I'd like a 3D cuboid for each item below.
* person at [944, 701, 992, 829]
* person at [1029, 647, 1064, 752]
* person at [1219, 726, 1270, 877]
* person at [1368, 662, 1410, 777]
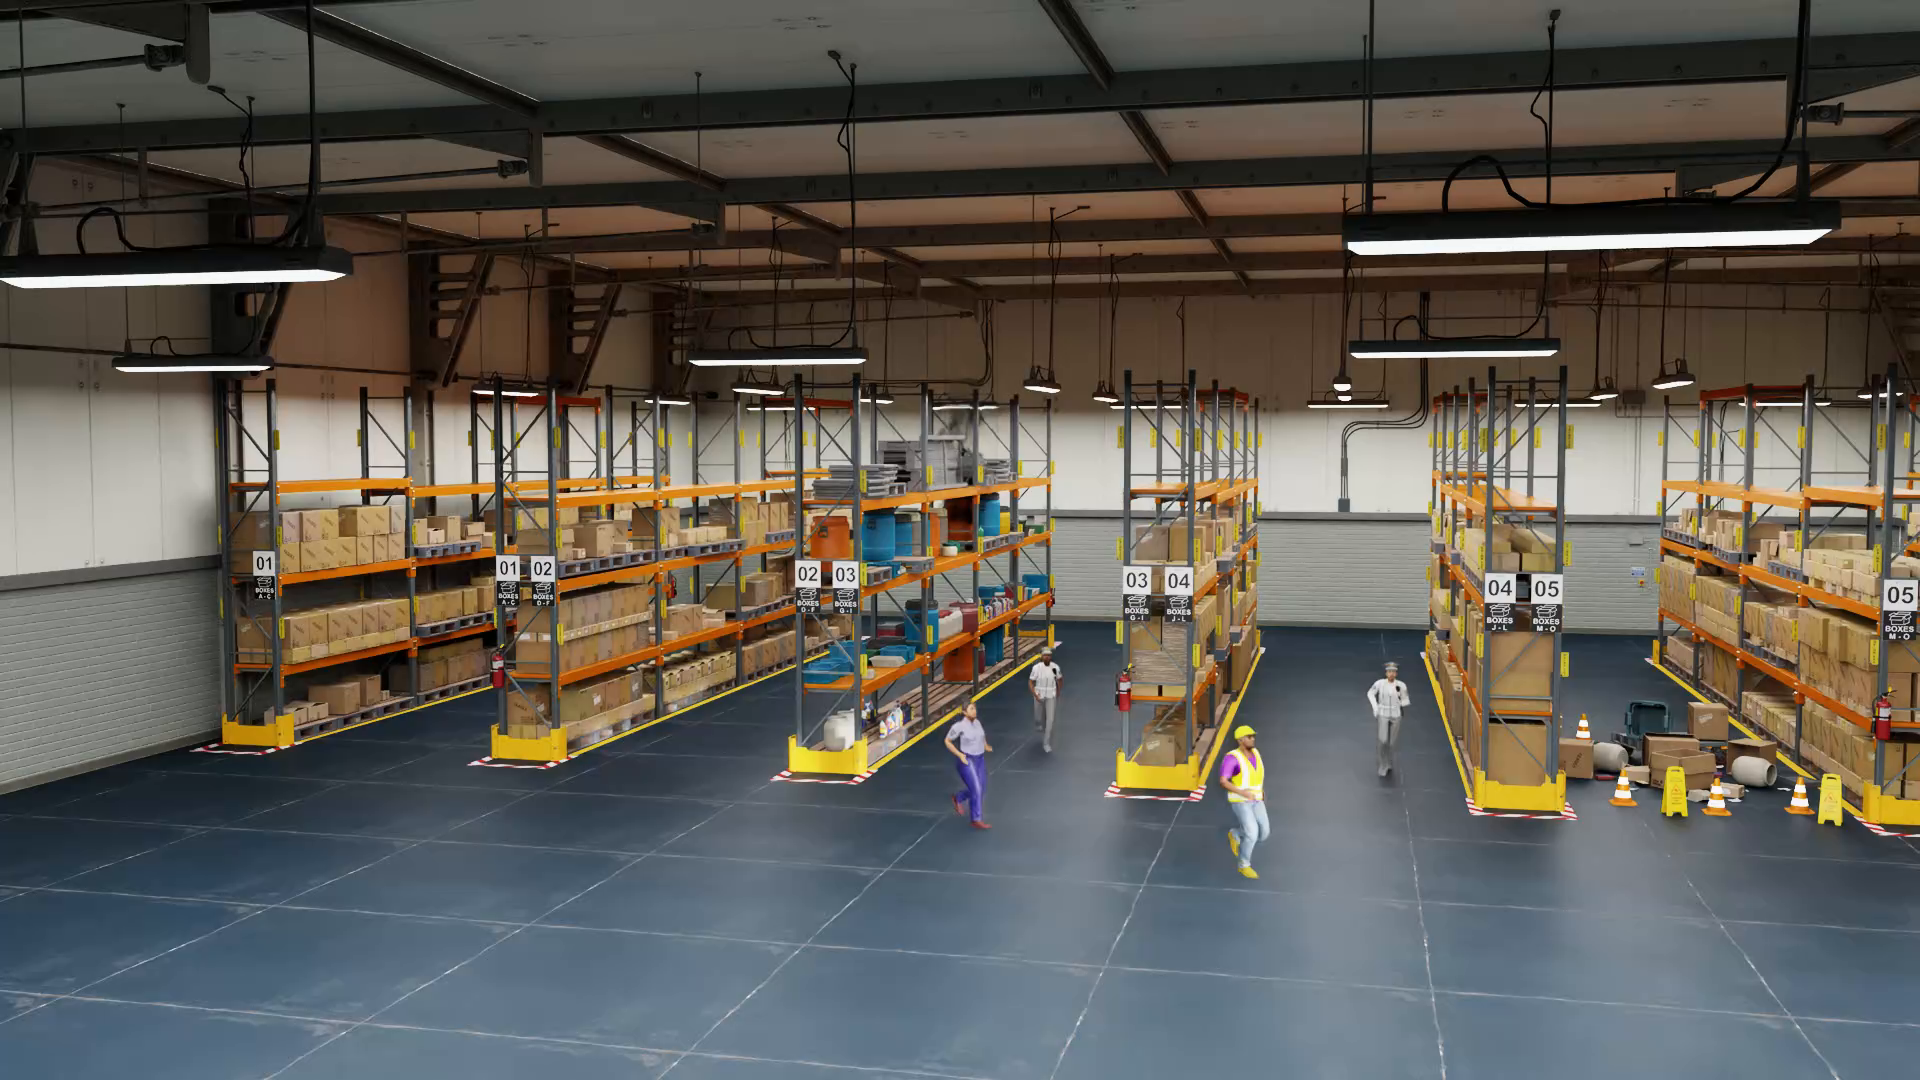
[{"bbox_3d":[0.117,2.900,21.604,0.774,1.611,0.619,3,5,43],"label":"person"},{"bbox_3d":[1.389,2.567,27.139,0.531,1.682,0.864,0,3,2],"label":"person"},{"bbox_3d":[3.280,2.997,19.199,0.736,1.727,0.613,-3,5,-41],"label":"person"},{"bbox_3d":[6.416,2.676,24.850,0.588,1.732,0.715,0,3,7],"label":"person"}]
